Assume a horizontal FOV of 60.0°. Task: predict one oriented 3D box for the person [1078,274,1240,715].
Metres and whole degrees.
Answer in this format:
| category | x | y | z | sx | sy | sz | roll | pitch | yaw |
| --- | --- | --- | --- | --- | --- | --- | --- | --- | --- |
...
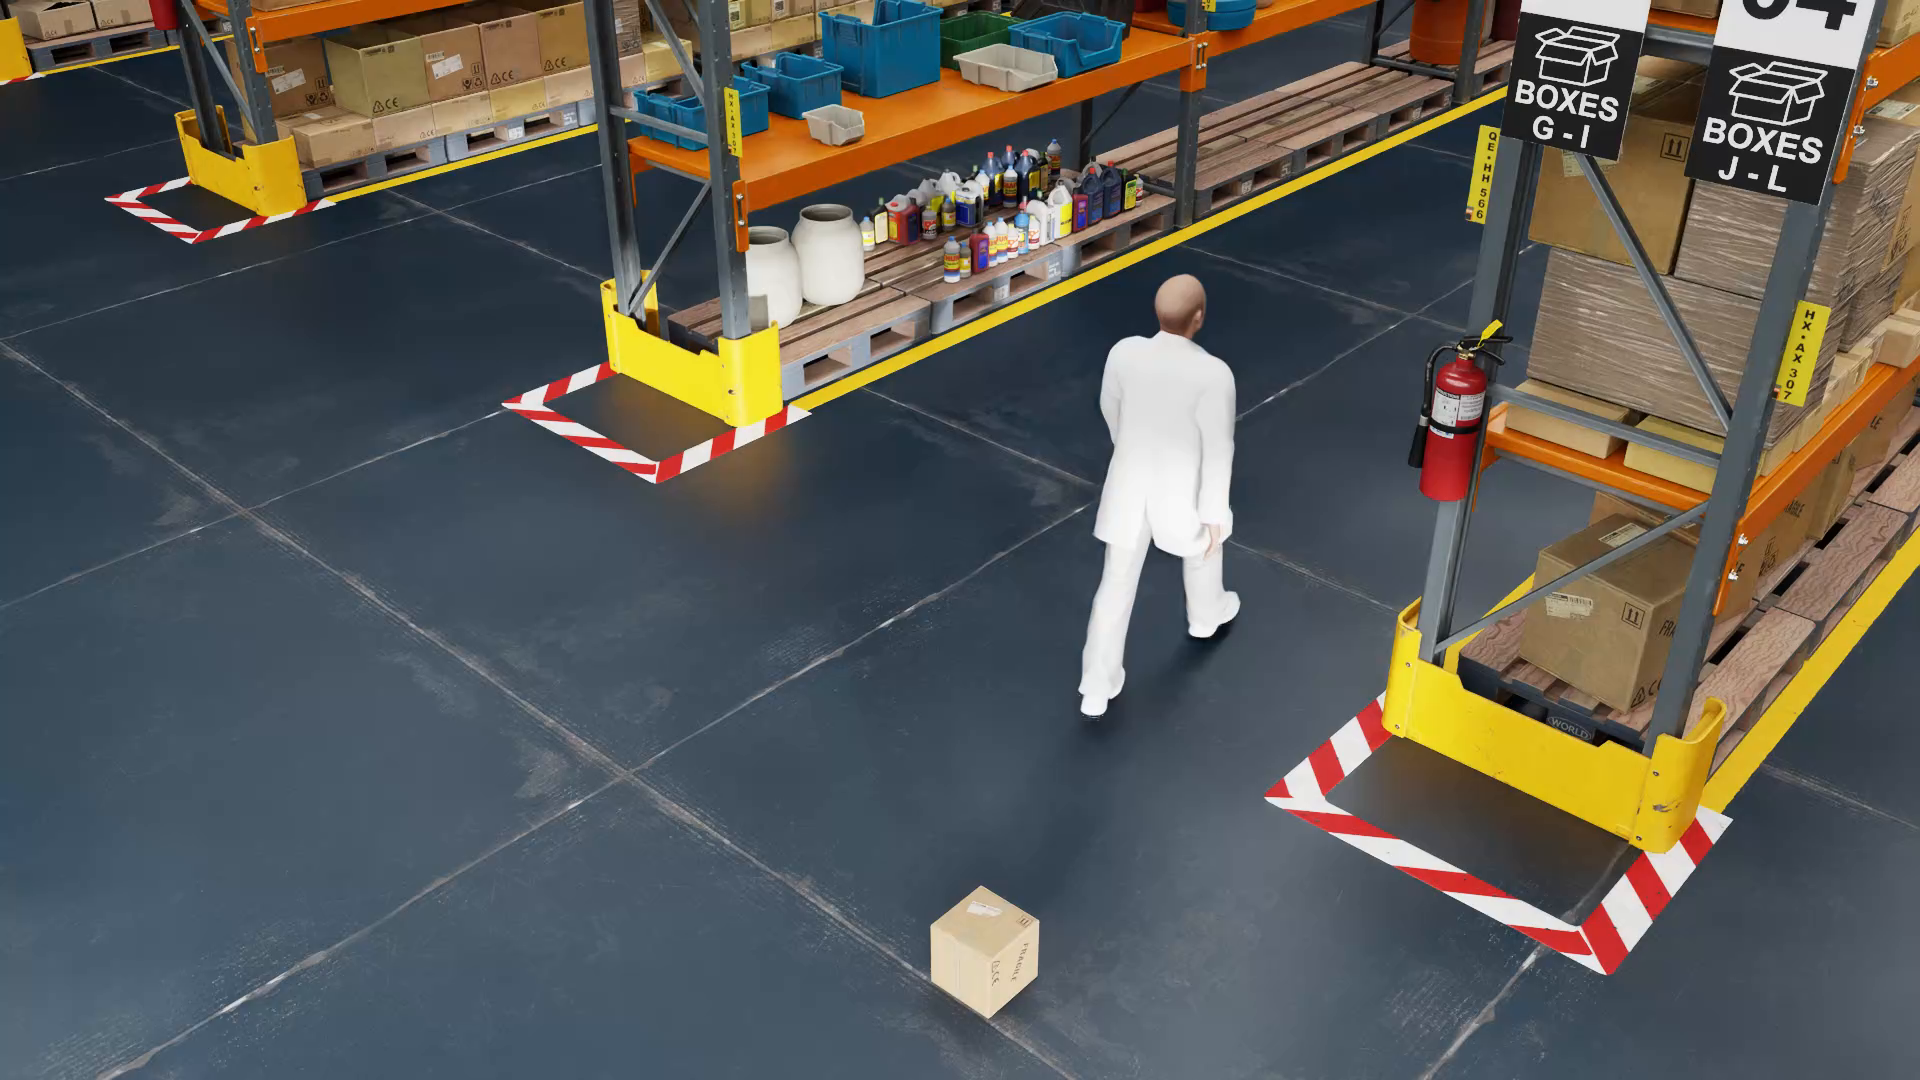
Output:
| category | x | y | z | sx | sy | sz | roll | pitch | yaw |
| --- | --- | --- | --- | --- | --- | --- | --- | --- | --- |
| person | 0.822 | -0.243 | 6.526 | 0.632 | 1.722 | 1.123 | 16 | 34 | 24 |
